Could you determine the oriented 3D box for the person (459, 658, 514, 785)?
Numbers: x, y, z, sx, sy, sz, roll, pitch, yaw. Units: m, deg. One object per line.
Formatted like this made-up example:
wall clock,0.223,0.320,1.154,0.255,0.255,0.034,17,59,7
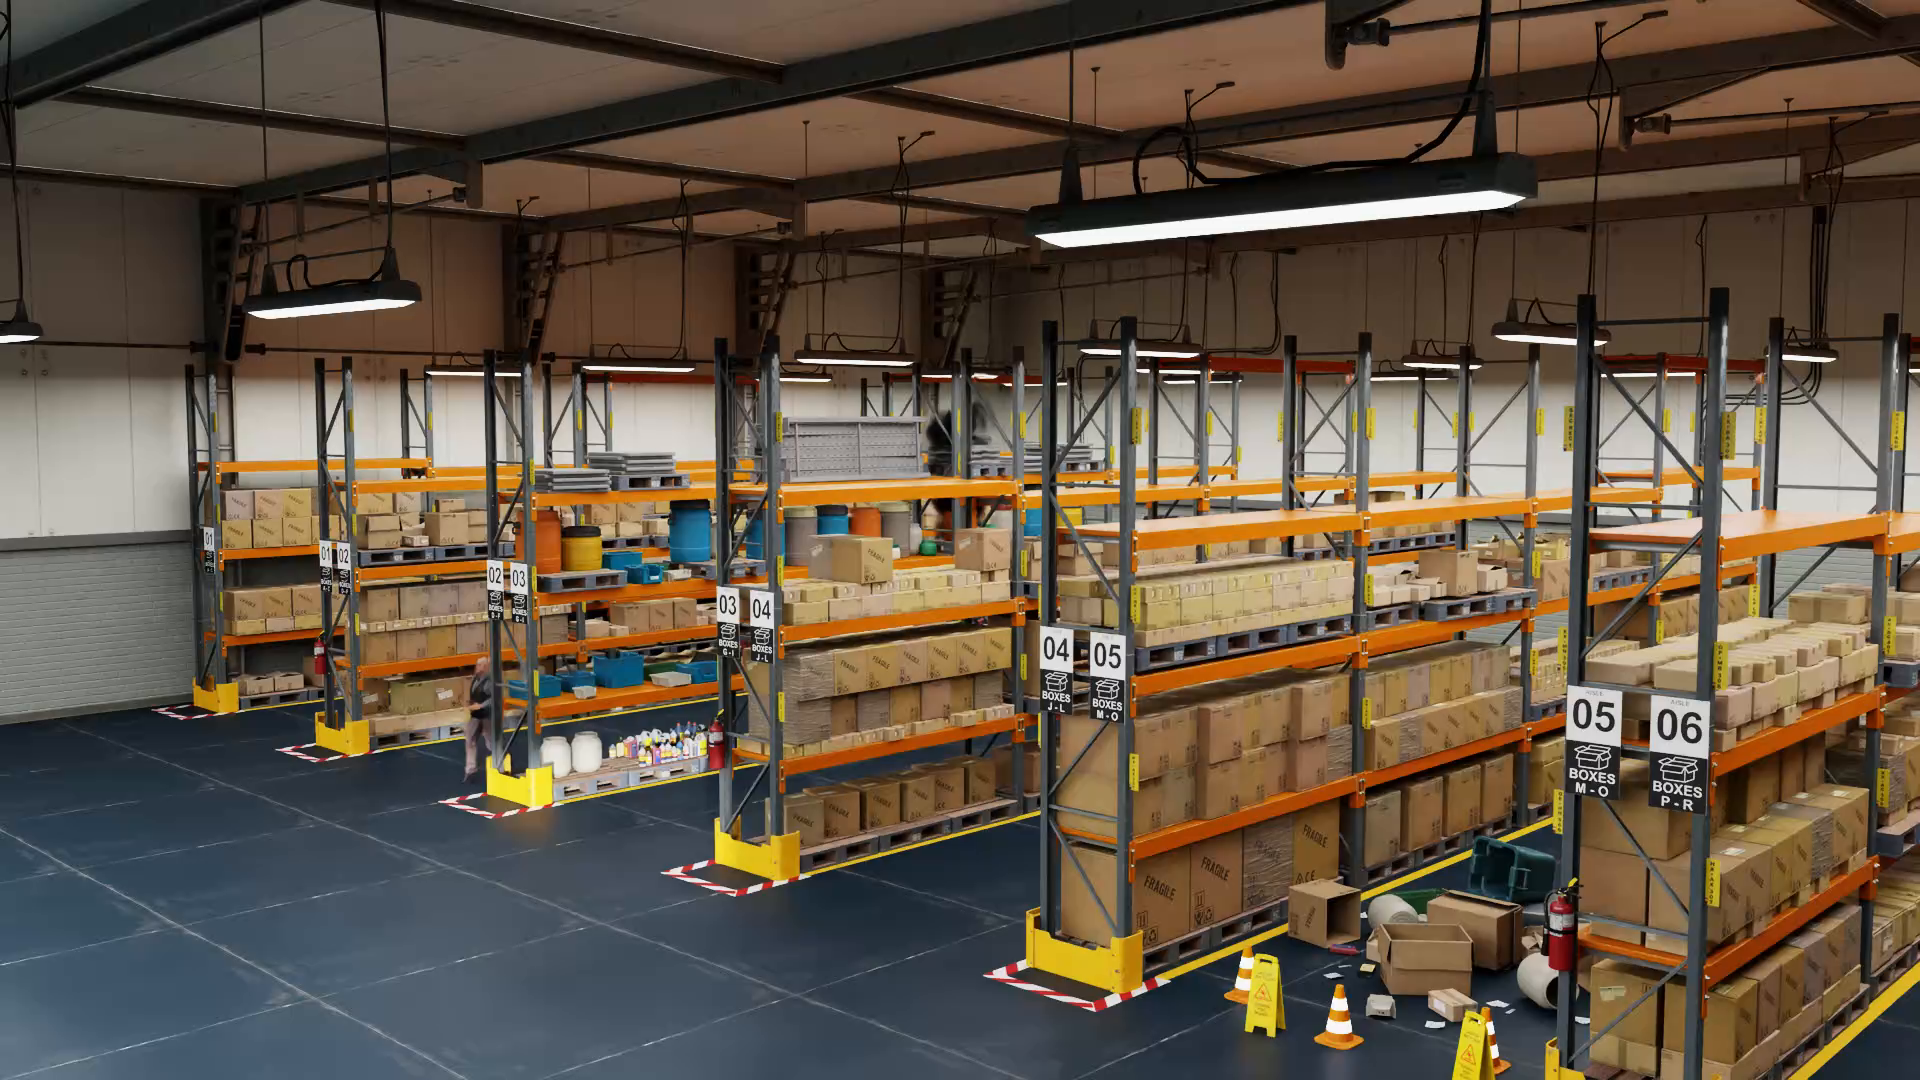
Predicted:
person,-6.656,2.527,23.390,0.659,1.774,0.864,3,5,36
